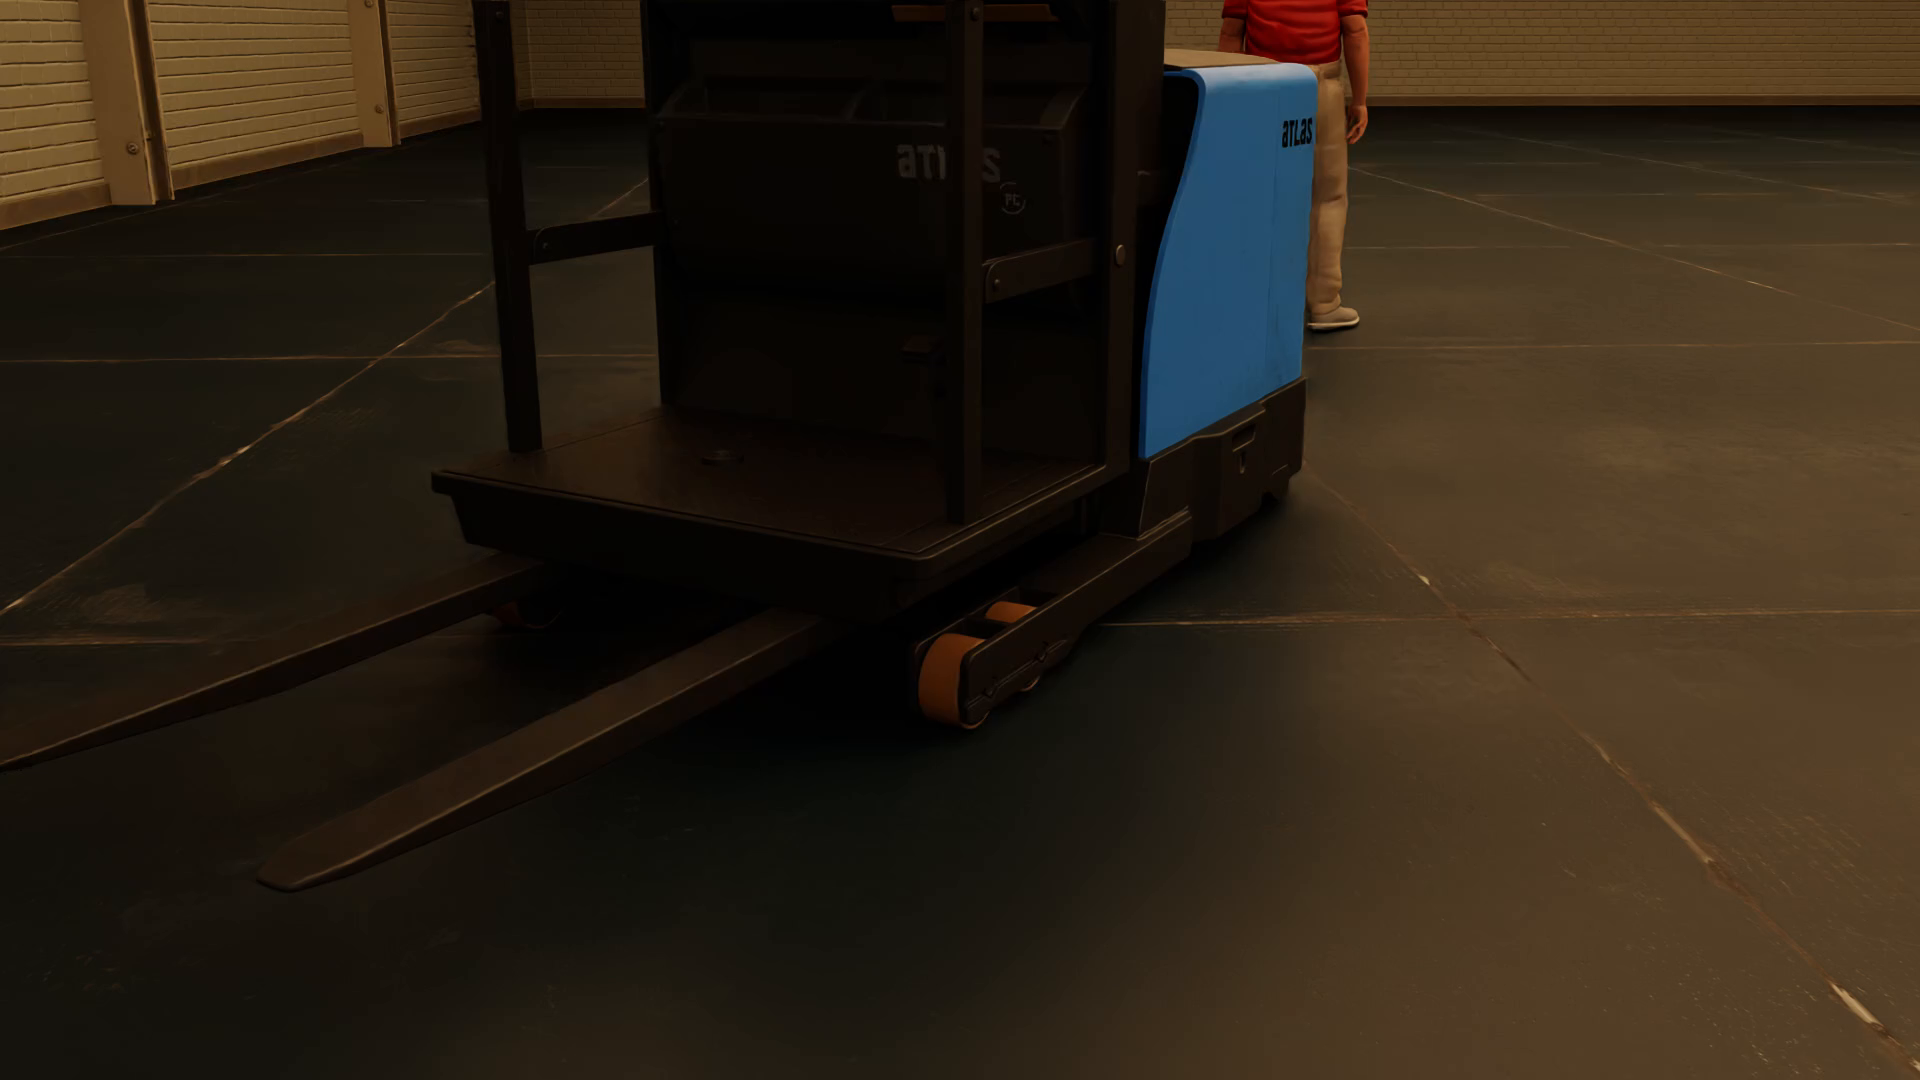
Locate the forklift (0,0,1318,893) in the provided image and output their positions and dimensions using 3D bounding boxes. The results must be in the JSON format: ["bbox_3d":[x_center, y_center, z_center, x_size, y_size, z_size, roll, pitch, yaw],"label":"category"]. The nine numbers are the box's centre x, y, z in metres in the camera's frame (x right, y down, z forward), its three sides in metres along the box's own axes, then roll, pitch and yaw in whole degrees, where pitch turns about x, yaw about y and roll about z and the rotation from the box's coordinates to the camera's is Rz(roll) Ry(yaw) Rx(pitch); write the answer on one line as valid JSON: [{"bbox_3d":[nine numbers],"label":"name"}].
[{"bbox_3d":[-0.292,-1.228,2.921,1.130,2.935,3.031,10,19,28],"label":"forklift"}]

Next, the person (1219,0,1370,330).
[{"bbox_3d":[1.308,-1.702,6.529,0.590,1.725,0.398,7,18,22],"label":"person"}]
